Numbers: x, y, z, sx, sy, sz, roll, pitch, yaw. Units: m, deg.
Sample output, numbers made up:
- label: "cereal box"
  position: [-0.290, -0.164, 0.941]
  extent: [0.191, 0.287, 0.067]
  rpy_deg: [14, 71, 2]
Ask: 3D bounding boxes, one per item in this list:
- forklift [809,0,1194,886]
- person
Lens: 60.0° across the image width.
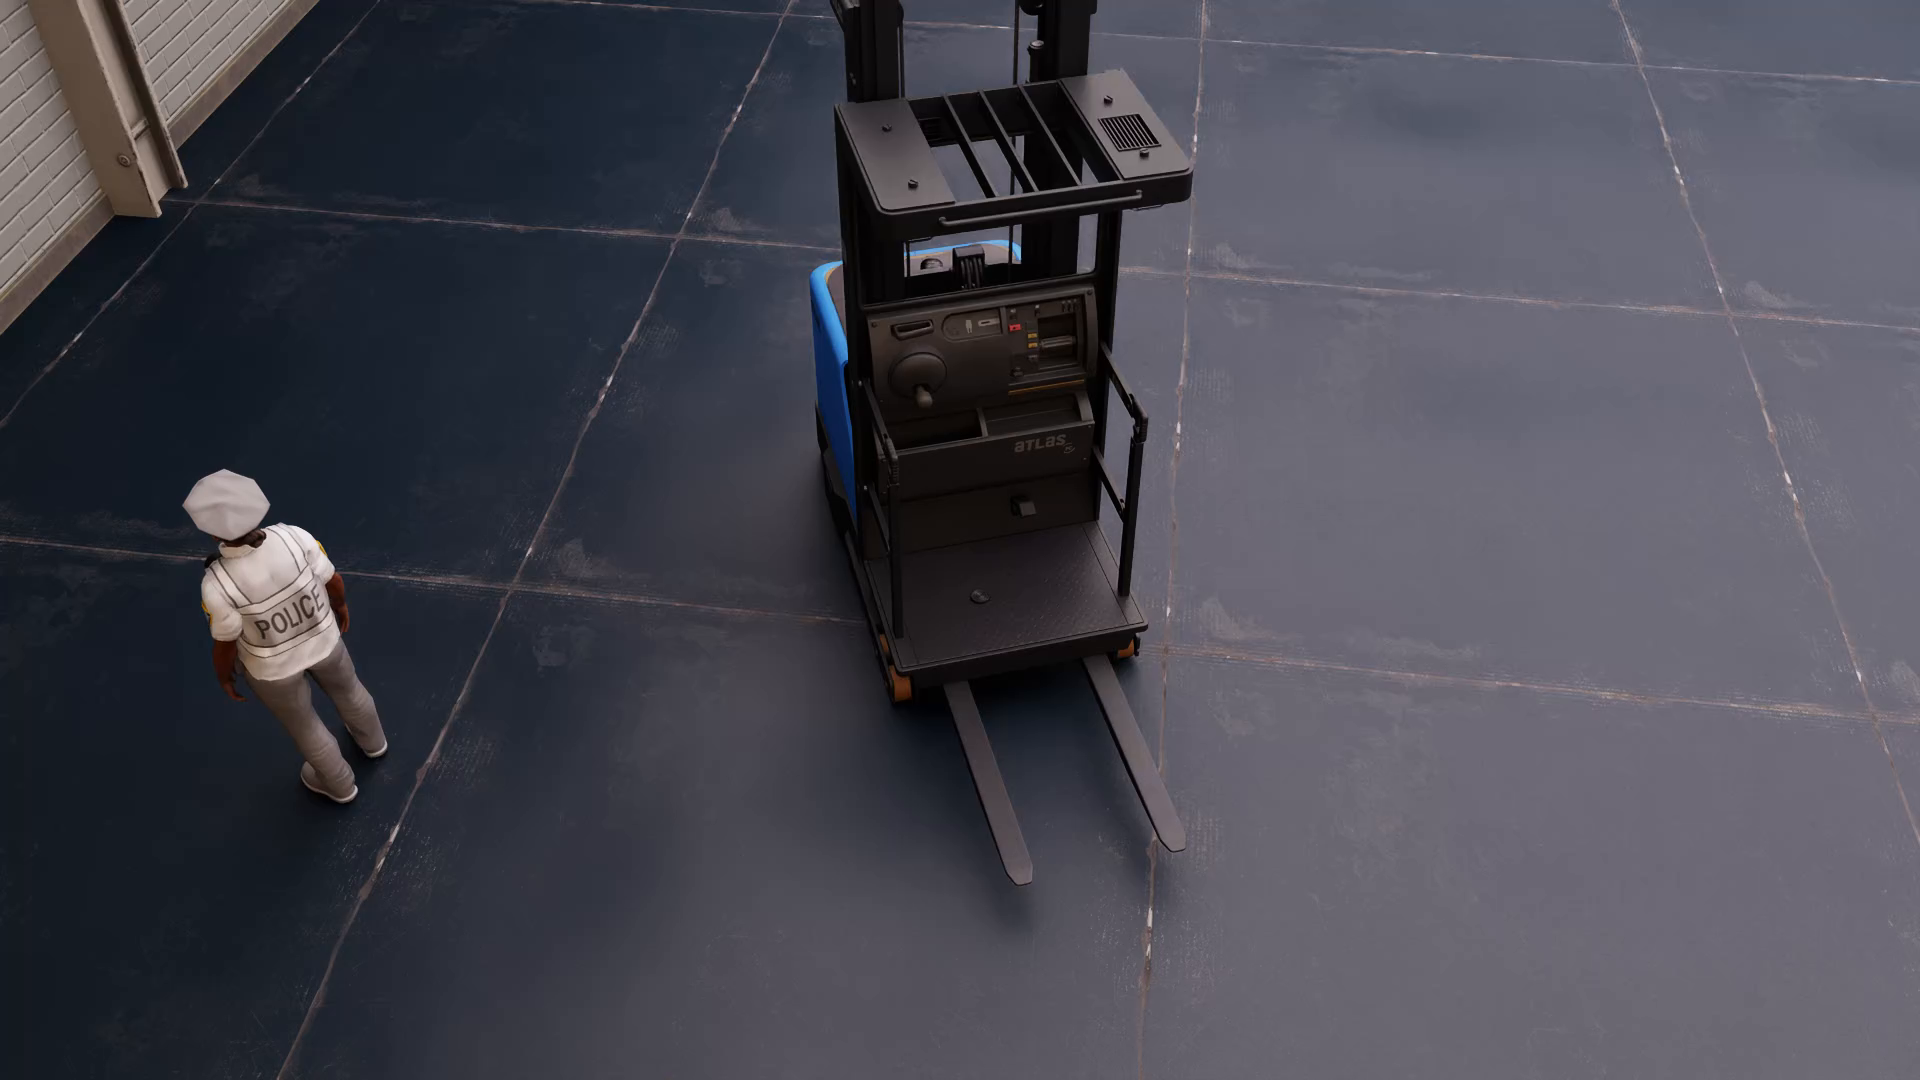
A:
- label: "forklift"
  position: [0.153, -0.681, 6.465]
  extent: [1.130, 2.935, 3.031]
  rpy_deg: [-10, 44, -11]
- label: "person"
  position: [-2.541, 0.359, 6.236]
  extent: [0.530, 1.694, 0.567]
  rpy_deg: [32, 51, 30]
